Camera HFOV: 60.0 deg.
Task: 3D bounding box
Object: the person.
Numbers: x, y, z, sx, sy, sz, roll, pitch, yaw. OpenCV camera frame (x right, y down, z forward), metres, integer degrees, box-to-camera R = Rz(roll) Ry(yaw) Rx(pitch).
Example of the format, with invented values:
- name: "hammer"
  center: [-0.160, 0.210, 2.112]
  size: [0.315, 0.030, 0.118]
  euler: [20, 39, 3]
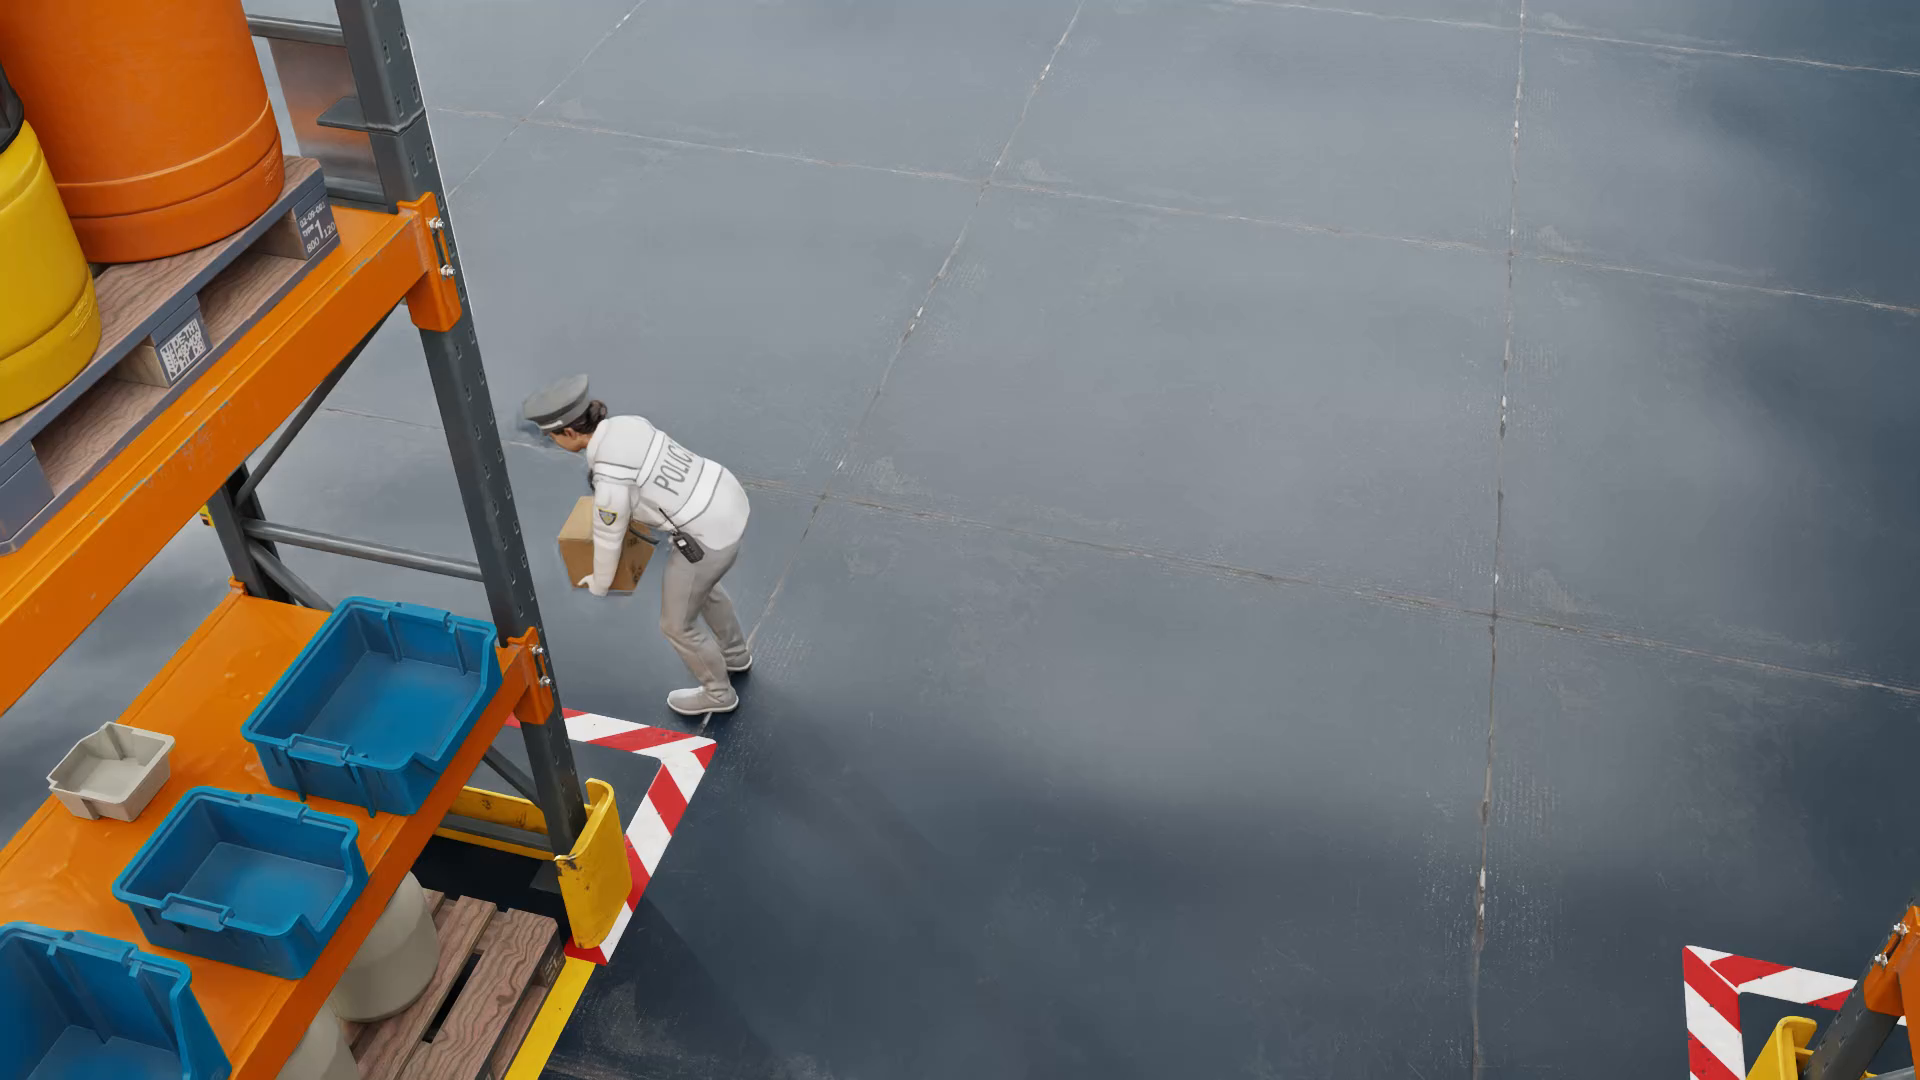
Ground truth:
- name: "person"
  center: [-1.118, 0.002, 6.247]
  size: [0.648, 1.551, 0.410]
  euler: [5, 41, 5]
